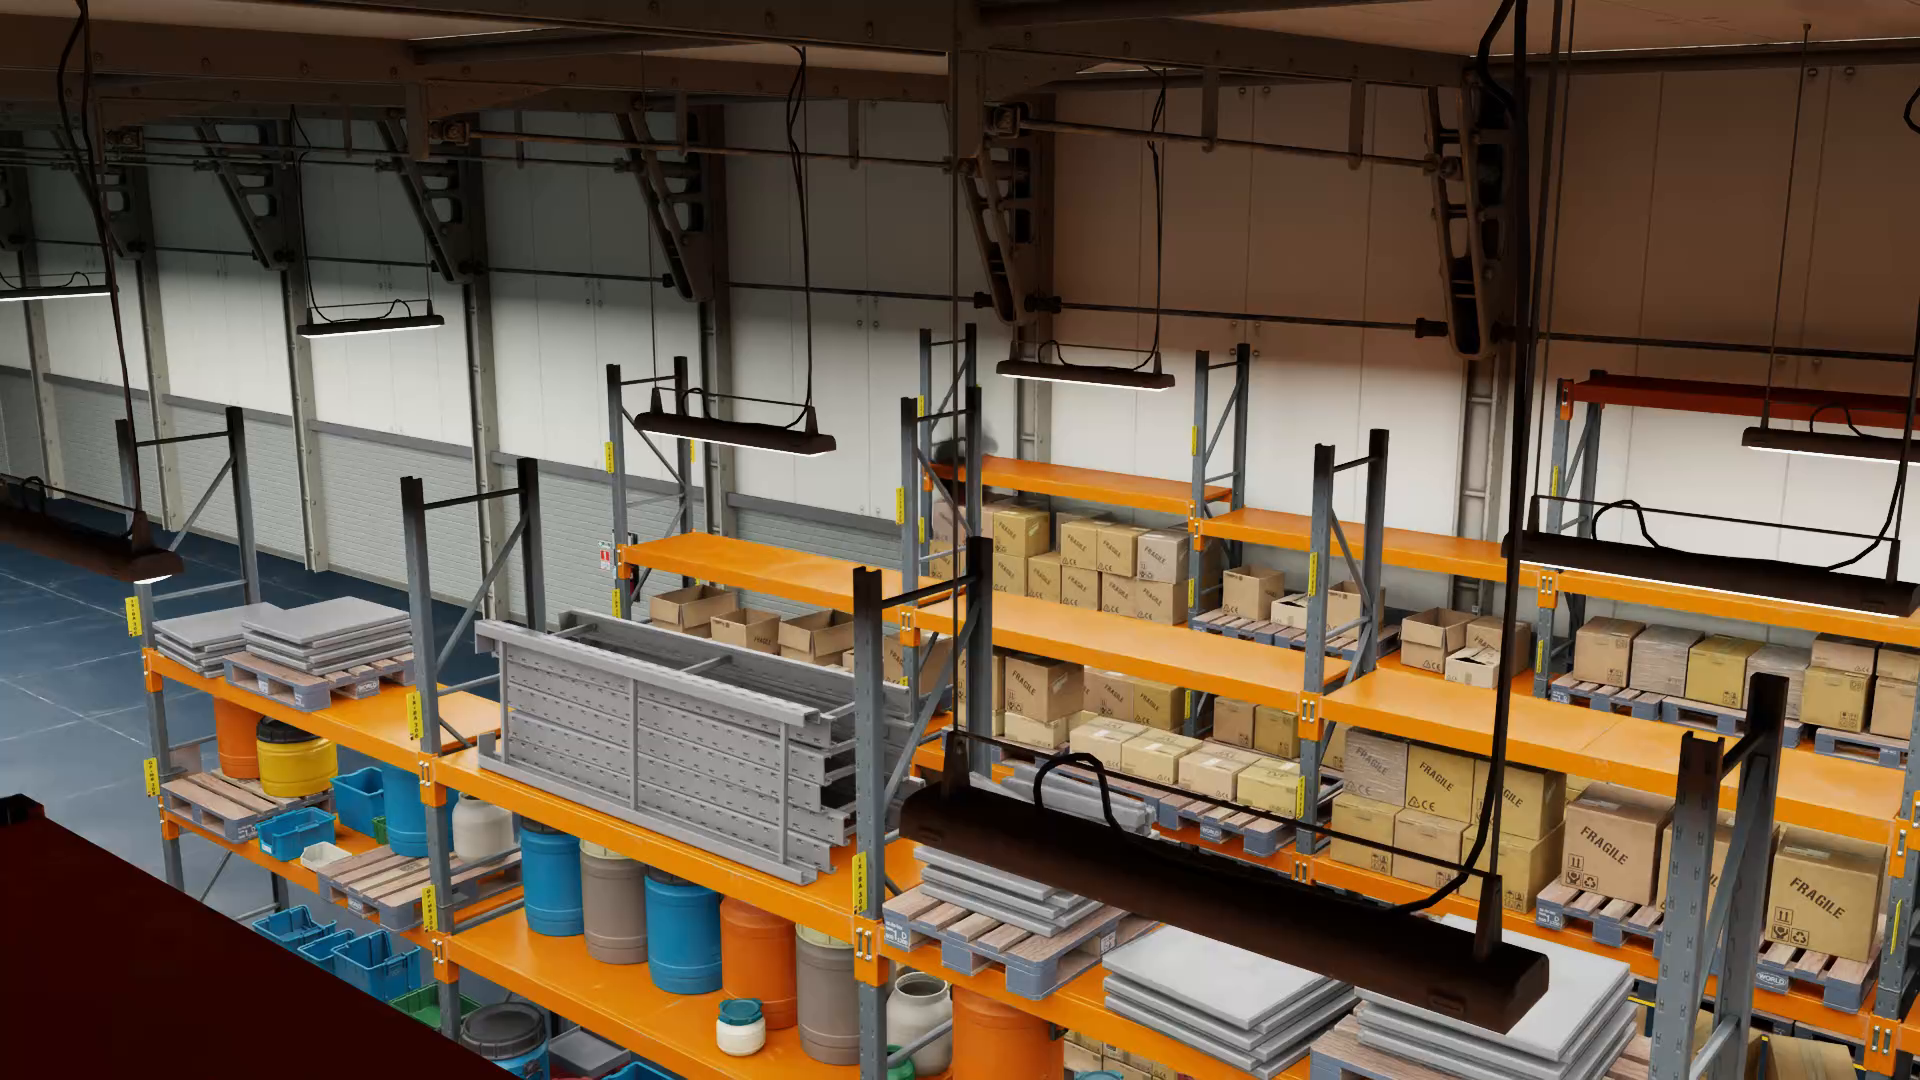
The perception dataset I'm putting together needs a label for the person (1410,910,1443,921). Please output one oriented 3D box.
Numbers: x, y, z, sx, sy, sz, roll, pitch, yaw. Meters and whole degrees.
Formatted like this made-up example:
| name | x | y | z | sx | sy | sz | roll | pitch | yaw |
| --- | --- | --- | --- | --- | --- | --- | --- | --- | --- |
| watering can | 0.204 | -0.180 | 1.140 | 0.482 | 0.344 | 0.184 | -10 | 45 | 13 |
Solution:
| name | x | y | z | sx | sy | sz | roll | pitch | yaw |
| --- | --- | --- | --- | --- | --- | --- | --- | --- | --- |
| person | 4.383 | 3.730 | 15.734 | 0.660 | 1.765 | 0.679 | 7 | 14 | 29 |
